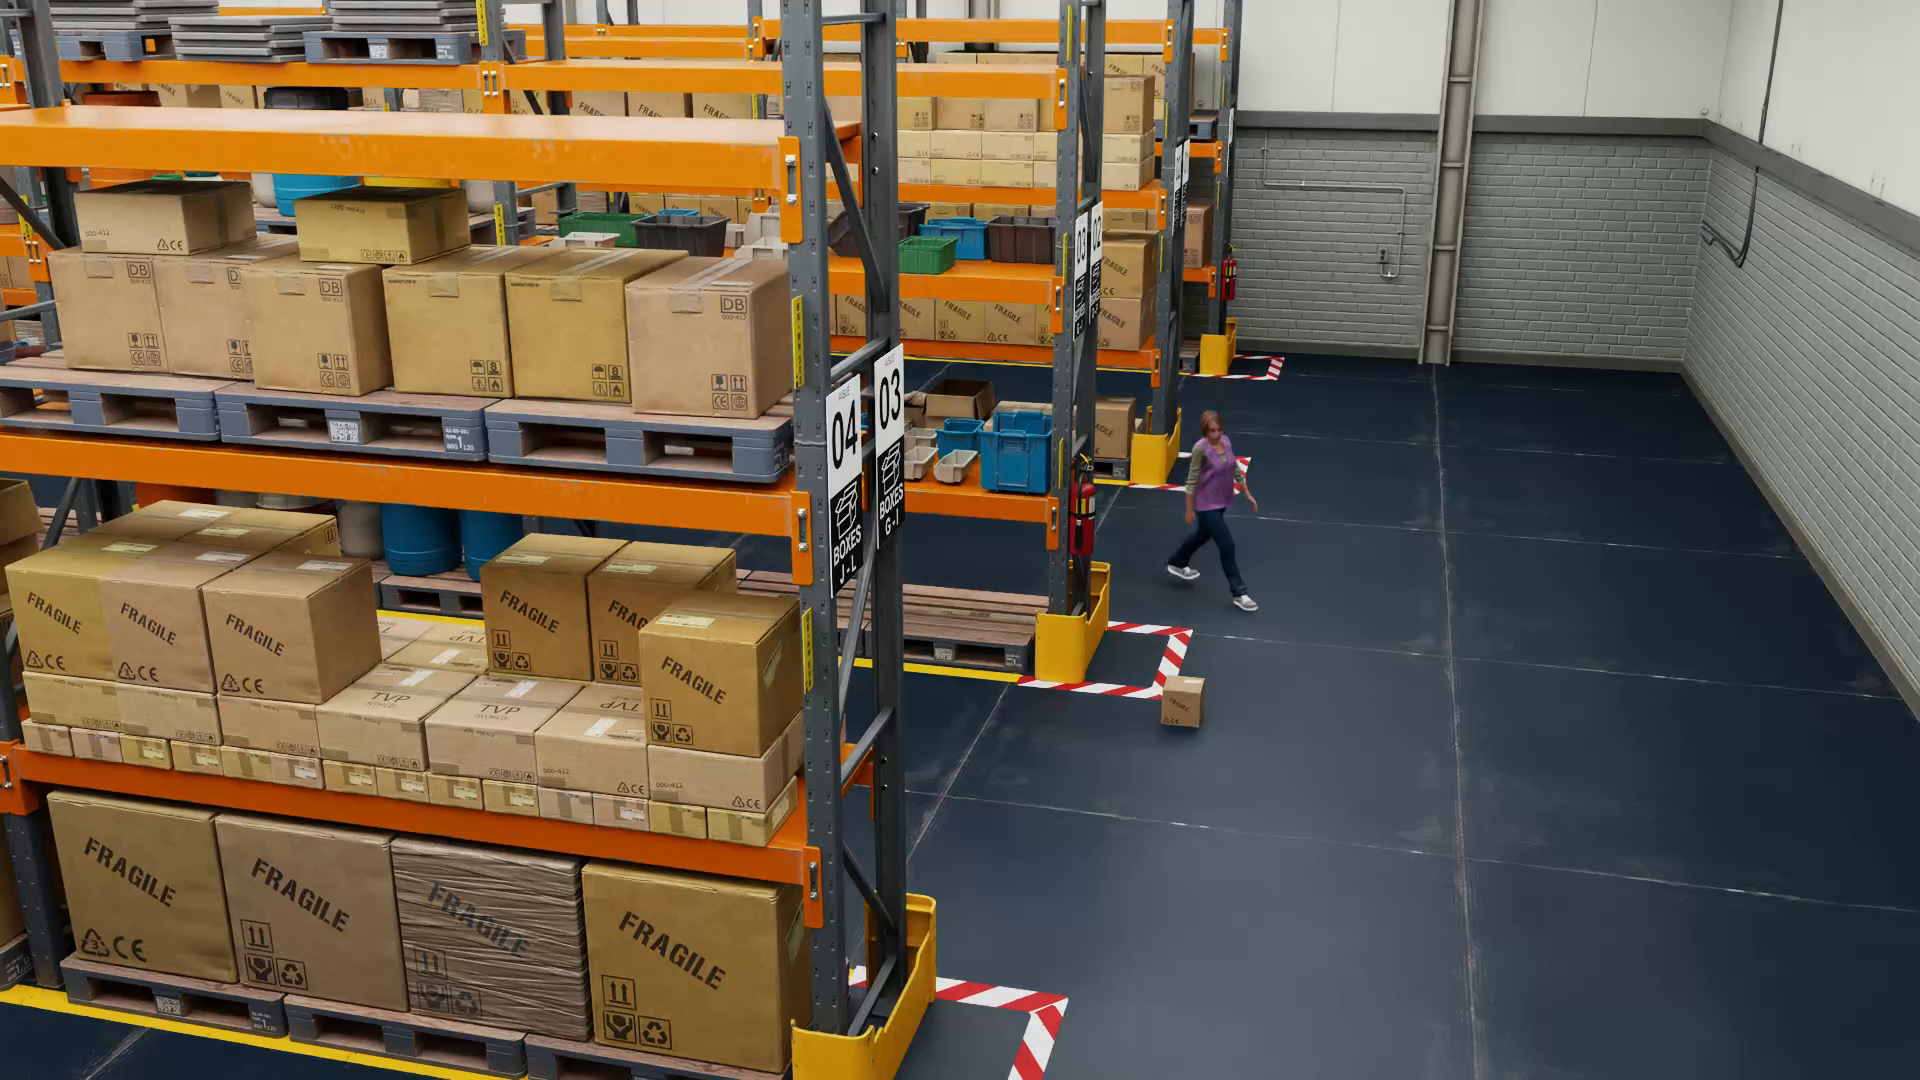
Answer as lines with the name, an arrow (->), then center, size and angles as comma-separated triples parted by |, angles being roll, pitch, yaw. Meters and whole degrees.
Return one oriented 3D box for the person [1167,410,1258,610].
person -> 1.984, -0.281, 12.937 | 0.942, 1.537, 0.486 | 16, 24, 39
